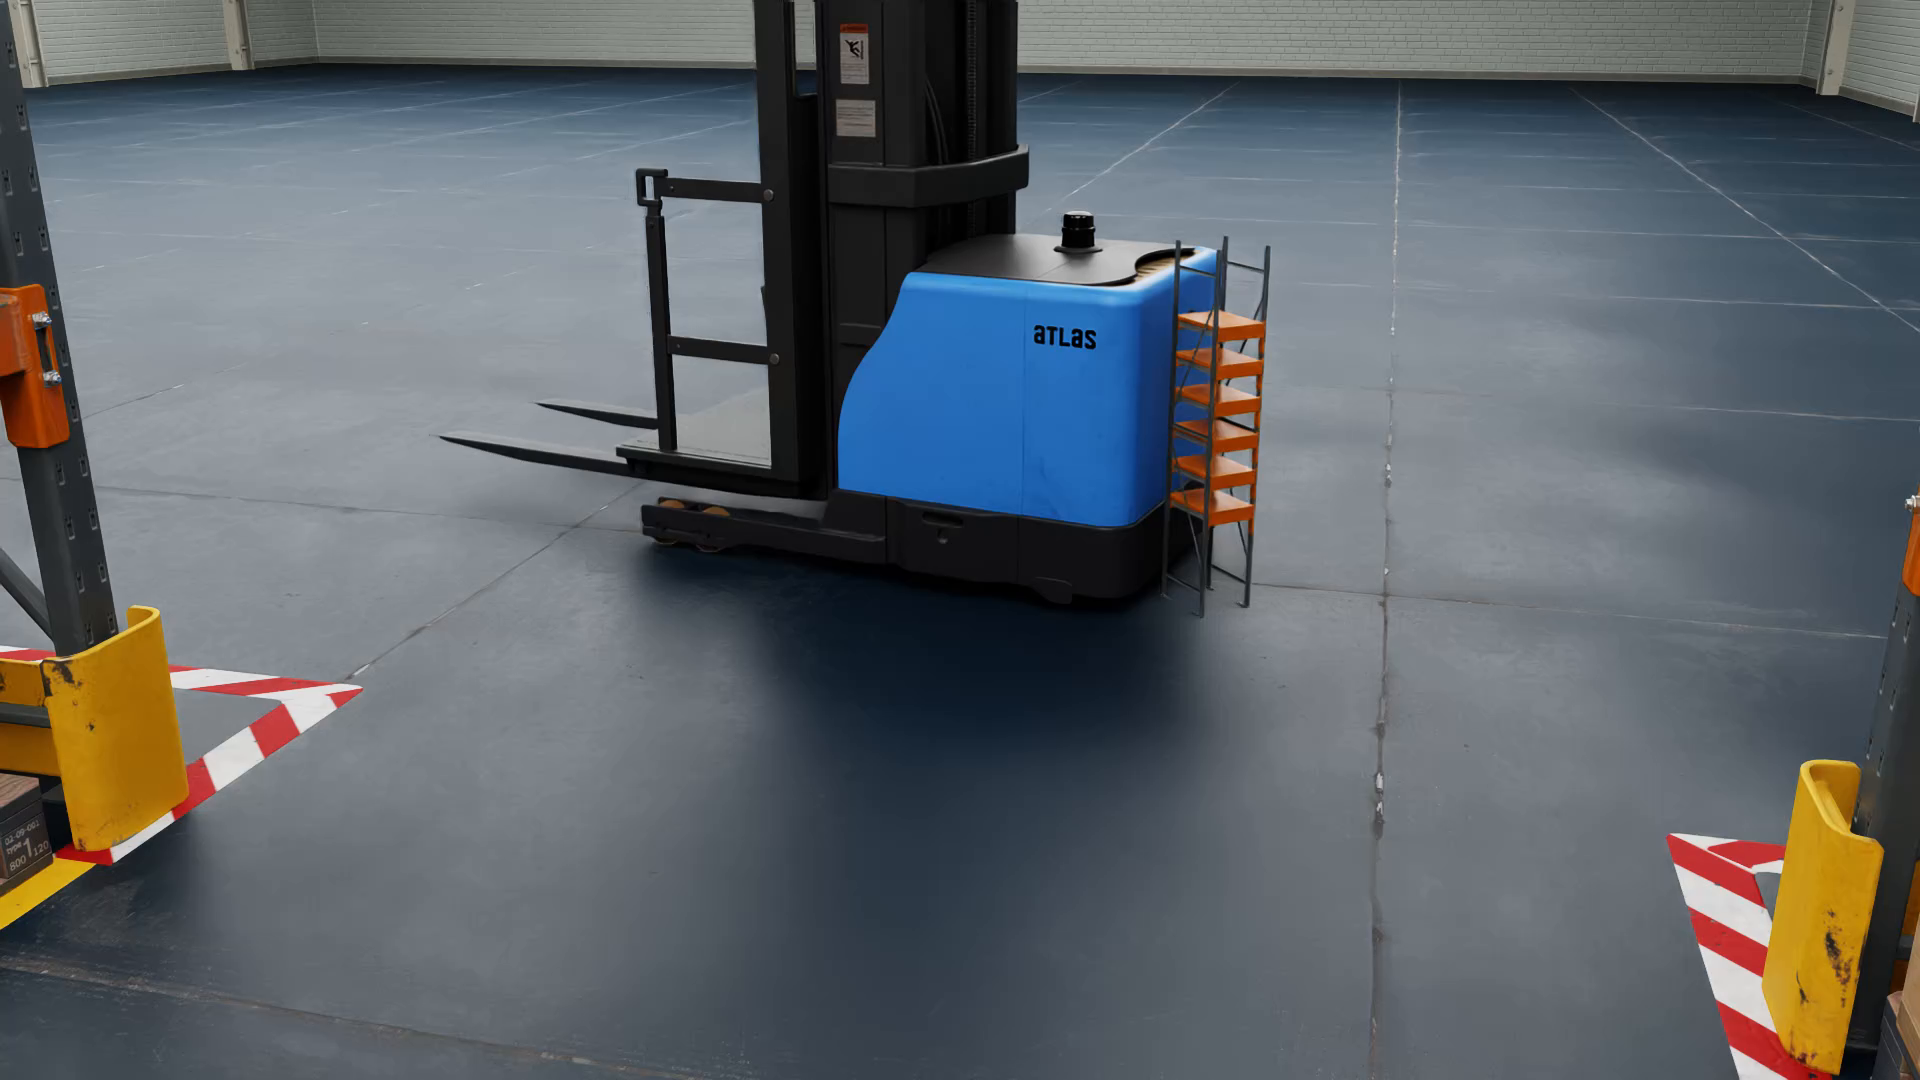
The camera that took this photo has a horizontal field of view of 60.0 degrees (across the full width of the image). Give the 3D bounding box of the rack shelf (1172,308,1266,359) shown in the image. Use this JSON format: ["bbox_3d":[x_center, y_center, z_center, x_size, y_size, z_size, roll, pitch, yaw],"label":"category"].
[{"bbox_3d":[0.821,-0.658,5.282,0.180,0.103,0.258,-9,21,-26],"label":"rack shelf"}]

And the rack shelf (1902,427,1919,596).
[{"bbox_3d":[1.716,0.566,1.003,1.077,0.370,4.000,5,19,13],"label":"rack shelf"}]

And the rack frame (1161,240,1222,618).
[{"bbox_3d":[0.739,-0.346,5.345,0.006,1.200,0.240,-9,21,-26],"label":"rack frame"}]

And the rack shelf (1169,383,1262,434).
[{"bbox_3d":[0.821,-0.431,5.360,0.180,0.103,0.258,-9,21,-26],"label":"rack shelf"}]

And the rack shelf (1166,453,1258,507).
[{"bbox_3d":[0.821,-0.204,5.438,0.180,0.103,0.258,-9,21,-26],"label":"rack shelf"}]

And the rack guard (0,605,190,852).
[{"bbox_3d":[-2.570,0.417,4.194,1.175,0.500,0.348,5,19,13],"label":"rack guard"}]

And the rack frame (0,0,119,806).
[{"bbox_3d":[-2.597,-0.794,3.870,1.000,3.000,0.127,5,19,13],"label":"rack frame"}]

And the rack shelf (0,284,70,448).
[{"bbox_3d":[-3.086,0.174,2.151,1.077,0.370,4.000,5,19,13],"label":"rack shelf"}]

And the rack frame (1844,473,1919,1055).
[{"bbox_3d":[2.205,-0.401,2.722,1.000,3.000,0.127,5,19,13],"label":"rack frame"}]

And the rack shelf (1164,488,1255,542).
[{"bbox_3d":[0.821,-0.091,5.476,0.180,0.103,0.258,-9,21,-26],"label":"rack shelf"}]

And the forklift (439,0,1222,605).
[{"bbox_3d":[-0.605,-1.481,5.990,3.031,2.935,1.130,9,21,24],"label":"forklift"}]

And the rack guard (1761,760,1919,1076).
[{"bbox_3d":[2.211,0.774,3.148,1.175,0.500,0.348,5,19,13],"label":"rack guard"}]

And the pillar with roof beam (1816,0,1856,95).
[{"bbox_3d":[10.832,-12.305,28.292,9.100,9.000,0.400,5,19,13],"label":"pillar with roof beam"}]

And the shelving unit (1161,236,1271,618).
[{"bbox_3d":[0.821,-0.360,5.384,0.189,1.200,0.258,-9,21,-26],"label":"shelving unit"}]

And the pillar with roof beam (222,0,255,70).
[{"bbox_3d":[-11.364,-14.113,33.585,9.100,9.000,0.400,5,19,13],"label":"pillar with roof beam"}]

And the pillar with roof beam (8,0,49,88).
[{"bbox_3d":[-12.830,-12.233,28.079,9.100,9.000,0.400,5,19,13],"label":"pillar with roof beam"}]

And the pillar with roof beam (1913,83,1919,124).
[{"bbox_3d":[9.366,-10.425,22.787,9.100,9.000,0.400,5,19,13],"label":"pillar with roof beam"}]

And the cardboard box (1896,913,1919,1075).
[{"bbox_3d":[1.858,0.852,2.658,0.500,0.250,0.500,5,19,13],"label":"cardboard box"}]

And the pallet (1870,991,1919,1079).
[{"bbox_3d":[2.059,1.161,2.461,1.003,0.211,1.213,5,19,13],"label":"pallet"}]

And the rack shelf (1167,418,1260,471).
[{"bbox_3d":[0.821,-0.318,5.399,0.180,0.103,0.258,-9,21,-26],"label":"rack shelf"}]

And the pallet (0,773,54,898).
[{"bbox_3d":[-2.774,0.808,3.496,1.003,0.211,1.213,5,19,13],"label":"pallet"}]

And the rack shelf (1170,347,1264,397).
[{"bbox_3d":[0.821,-0.545,5.321,0.180,0.103,0.258,-9,21,-26],"label":"rack shelf"}]

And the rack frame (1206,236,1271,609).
[{"bbox_3d":[0.902,-0.373,5.424,0.006,1.200,0.240,-9,21,-26],"label":"rack frame"}]
